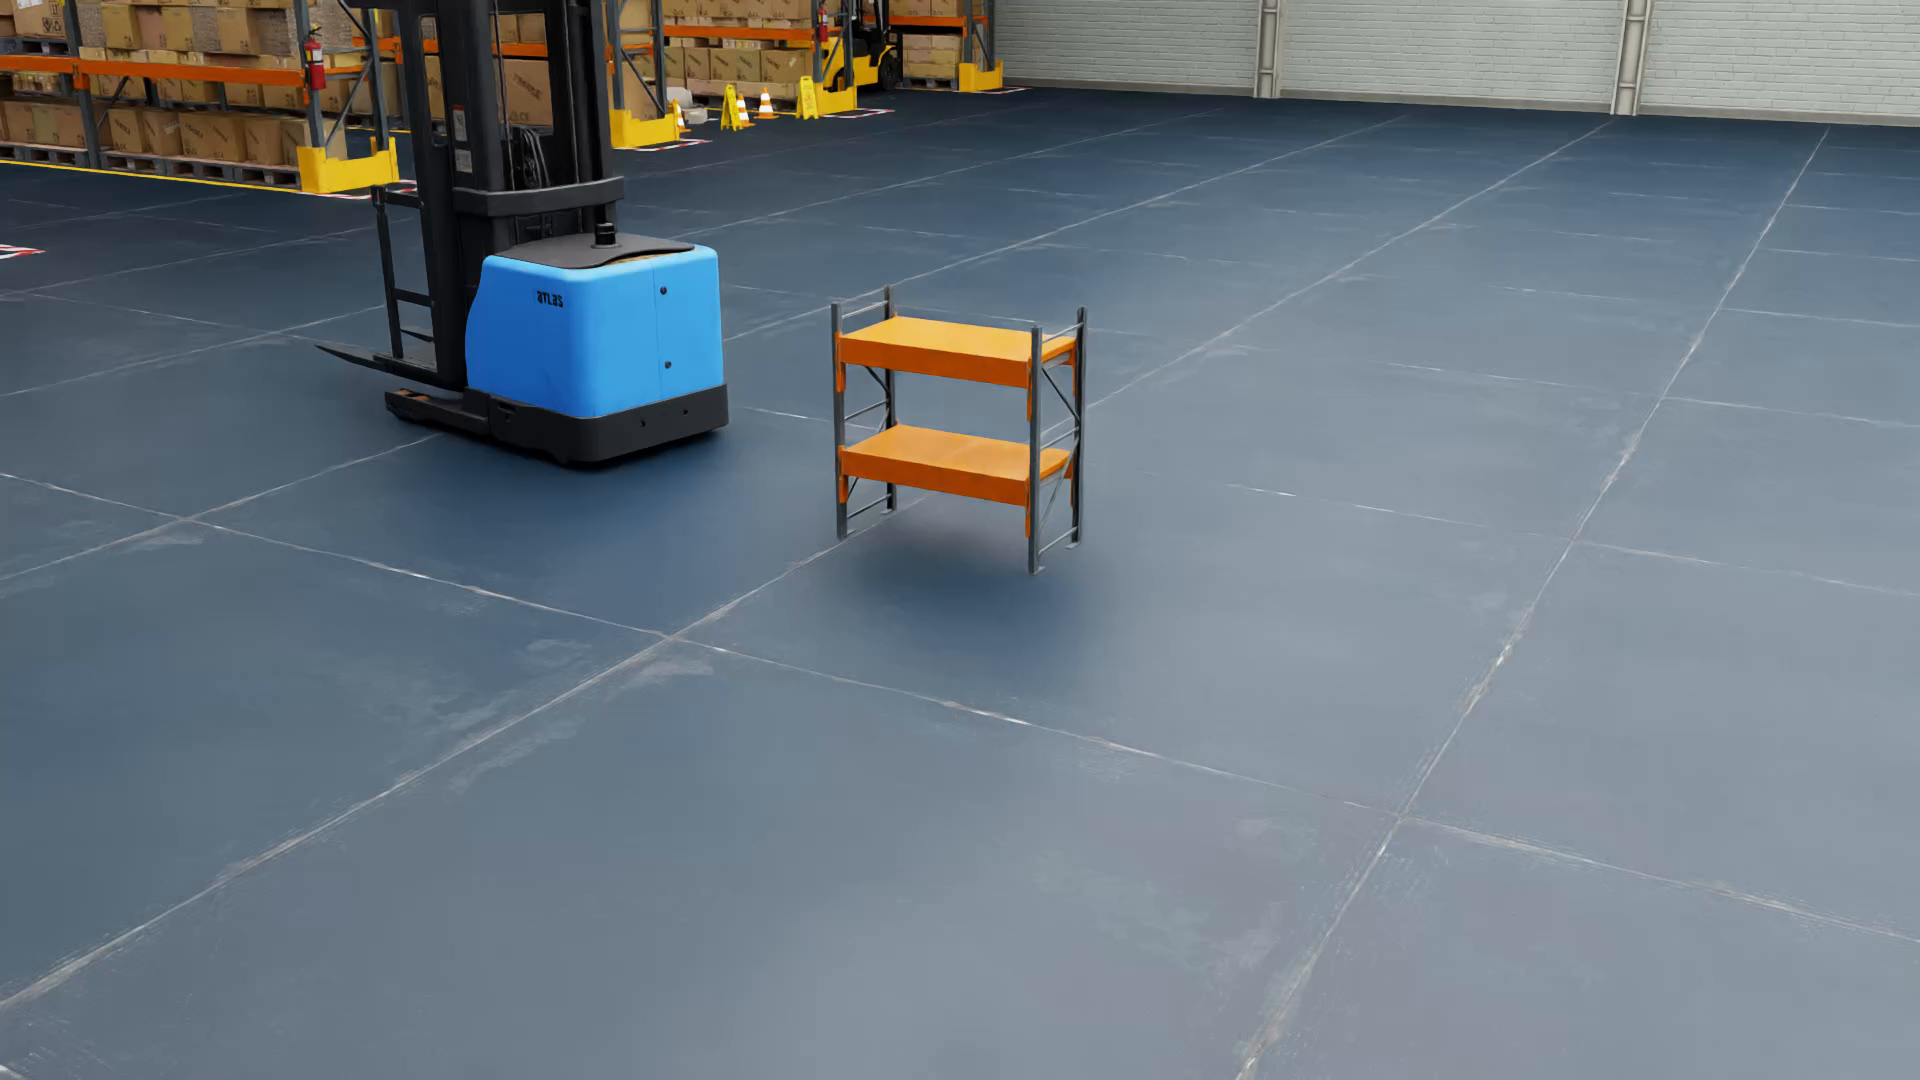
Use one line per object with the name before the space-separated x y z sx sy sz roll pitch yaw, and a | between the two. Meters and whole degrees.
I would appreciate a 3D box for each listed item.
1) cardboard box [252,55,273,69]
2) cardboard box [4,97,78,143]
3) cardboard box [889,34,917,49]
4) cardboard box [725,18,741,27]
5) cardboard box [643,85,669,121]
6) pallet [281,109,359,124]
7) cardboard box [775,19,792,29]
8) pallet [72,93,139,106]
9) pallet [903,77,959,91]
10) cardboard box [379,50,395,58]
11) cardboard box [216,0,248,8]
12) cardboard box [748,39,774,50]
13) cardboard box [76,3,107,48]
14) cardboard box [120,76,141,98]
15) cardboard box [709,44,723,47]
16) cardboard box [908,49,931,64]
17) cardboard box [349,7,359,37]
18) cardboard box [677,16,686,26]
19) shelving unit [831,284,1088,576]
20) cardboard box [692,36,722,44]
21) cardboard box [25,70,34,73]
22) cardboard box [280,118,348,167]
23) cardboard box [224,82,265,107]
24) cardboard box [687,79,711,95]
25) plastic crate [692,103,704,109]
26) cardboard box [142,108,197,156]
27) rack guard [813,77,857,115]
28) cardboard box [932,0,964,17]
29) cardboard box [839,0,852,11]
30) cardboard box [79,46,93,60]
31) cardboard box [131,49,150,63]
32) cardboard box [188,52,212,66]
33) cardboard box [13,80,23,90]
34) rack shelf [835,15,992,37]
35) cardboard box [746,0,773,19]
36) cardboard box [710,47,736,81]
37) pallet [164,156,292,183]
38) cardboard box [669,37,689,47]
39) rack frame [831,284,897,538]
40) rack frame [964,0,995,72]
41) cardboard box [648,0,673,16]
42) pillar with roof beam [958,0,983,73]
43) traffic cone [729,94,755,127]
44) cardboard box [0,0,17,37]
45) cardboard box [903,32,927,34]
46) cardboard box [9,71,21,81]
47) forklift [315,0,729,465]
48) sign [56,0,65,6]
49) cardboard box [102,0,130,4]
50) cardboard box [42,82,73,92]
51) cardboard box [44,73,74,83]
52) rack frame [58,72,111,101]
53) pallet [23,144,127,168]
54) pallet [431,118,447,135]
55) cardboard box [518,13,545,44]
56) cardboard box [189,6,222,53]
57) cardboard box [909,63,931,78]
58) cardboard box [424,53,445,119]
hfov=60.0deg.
cardboard box | -7.692 -5.372 18.644 0.250 0.149 0.380 11 23 27
cardboard box | -11.795 -5.419 21.427 0.500 0.500 0.700 9 22 23
cardboard box | -1.079 -9.387 31.295 0.500 0.250 0.500 11 23 28
cardboard box | -3.630 -8.459 27.153 0.250 0.149 0.380 11 22 27
cardboard box | -4.817 -6.751 25.739 0.637 0.503 0.797 -4 20 -10
pallet | -9.646 -6.559 25.637 1.213 0.211 1.003 11 23 27
cardboard box | -2.755 -8.276 26.650 0.250 0.149 0.380 10 22 27
pallet | -14.170 -7.452 28.098 1.213 0.211 1.003 11 23 27
pallet | -0.319 -8.669 31.453 1.213 0.211 1.003 11 23 27
cardboard box | -10.372 -9.205 31.341 0.875 0.875 0.875 11 23 28
cardboard box | -7.922 -6.192 18.488 0.500 0.500 0.500 11 23 27
cardboard box | -3.228 -8.045 27.011 0.250 0.149 0.380 12 23 29
cardboard box | -10.011 -6.195 19.962 0.500 0.500 0.875 11 23 27
cardboard box | -13.408 -7.541 27.306 0.500 0.500 0.500 11 23 28
cardboard box | -4.002 -8.122 28.173 0.500 0.500 0.500 12 23 30
cardboard box | -0.641 -9.079 31.178 0.500 0.250 0.500 11 22 27
cardboard box | -8.893 -7.699 24.545 0.500 0.500 0.500 11 22 27
cardboard box | -4.483 -8.637 27.646 0.250 0.149 0.380 11 23 27
shelving unit | -0.006 -0.530 7.676 1.048 1.125 0.538 11 23 27
cardboard box | -4.915 -9.950 33.763 0.625 0.625 0.875 10 22 25
cardboard box | -15.751 -8.080 28.434 0.250 0.149 0.380 11 22 27
cardboard box | -7.419 -4.567 19.107 0.500 0.500 0.500 16 25 37
cardboard box | -10.871 -7.238 26.104 0.750 0.750 1.050 10 22 27
cardboard box | -4.221 -7.605 27.848 0.500 0.250 0.500 10 22 27
plastic crate | -4.570 -7.174 27.525 0.583 0.080 0.402 3 20 9
cardboard box | -9.540 -4.952 20.169 0.500 0.500 0.500 -17 26 -39
rack guard | -2.115 -7.224 27.047 0.348 0.500 1.175 11 23 27
cardboard box | -0.189 -9.915 30.654 0.500 0.500 0.500 10 22 26
cardboard box | -1.958 -10.260 31.604 0.500 0.500 0.500 11 22 27
cardboard box | -10.333 -5.858 19.984 0.250 0.149 0.380 11 23 27
cardboard box | -9.468 -5.687 19.512 0.250 0.149 0.380 11 23 27
cardboard box | -8.592 -5.522 19.058 0.250 0.149 0.380 11 23 27
cardboard box | -16.263 -7.885 28.768 0.250 0.149 0.380 11 23 27
rack shelf | -1.377 -9.859 31.701 4.000 0.370 1.077 11 23 27
cardboard box | -3.092 -8.666 26.774 0.500 0.500 0.500 11 23 27
cardboard box | -3.770 -7.871 27.482 0.500 0.500 0.500 10 22 26
pallet | -8.701 -4.487 19.925 1.213 0.211 1.003 11 23 27
cardboard box | -4.628 -8.312 27.746 0.250 0.149 0.380 12 23 29
rack frame | -0.450 -0.614 7.909 0.032 1.125 0.500 11 23 27
rack frame | 0.369 -9.865 30.661 0.127 3.000 1.000 11 23 27
cardboard box | -4.843 -9.006 27.710 0.500 0.500 0.500 11 23 27
pillar with roof beam | -1.899 -11.787 27.164 0.400 9.000 9.100 11 23 27
traffic cone | -3.298 -6.494 25.090 0.334 0.463 0.336 11 23 27
cardboard box | -11.932 -6.608 20.916 0.637 0.503 0.797 13 24 33
cardboard box | -0.828 -9.544 31.728 0.500 0.250 0.500 11 22 27
cardboard box | -16.169 -8.034 28.744 0.250 0.149 0.380 11 23 29
forklift | -2.771 -2.178 9.570 3.031 2.935 1.130 16 25 37
sign | -10.641 -6.480 19.632 0.005 0.325 0.100 11 23 27
cardboard box | -9.668 -6.525 19.405 0.500 0.500 0.500 11 23 27
cardboard box | -15.359 -7.713 28.293 0.250 0.149 0.380 11 23 28
cardboard box | -15.281 -7.846 28.226 0.250 0.149 0.380 11 23 28
rack frame | -14.851 -8.892 27.978 0.127 3.000 1.000 11 23 27
pallet | -11.054 -4.920 21.118 1.213 0.211 1.003 11 23 27
pallet | -7.241 -6.101 24.373 1.213 0.211 1.003 11 23 27
cardboard box | -5.639 -7.230 23.178 0.550 0.550 0.875 11 23 27
cardboard box | -8.259 -5.866 19.055 0.500 0.500 0.875 11 23 27
cardboard box | -0.625 -8.839 31.250 0.500 0.250 0.500 11 23 27
cardboard box | -7.352 -6.634 24.256 0.875 0.875 0.875 11 23 28
